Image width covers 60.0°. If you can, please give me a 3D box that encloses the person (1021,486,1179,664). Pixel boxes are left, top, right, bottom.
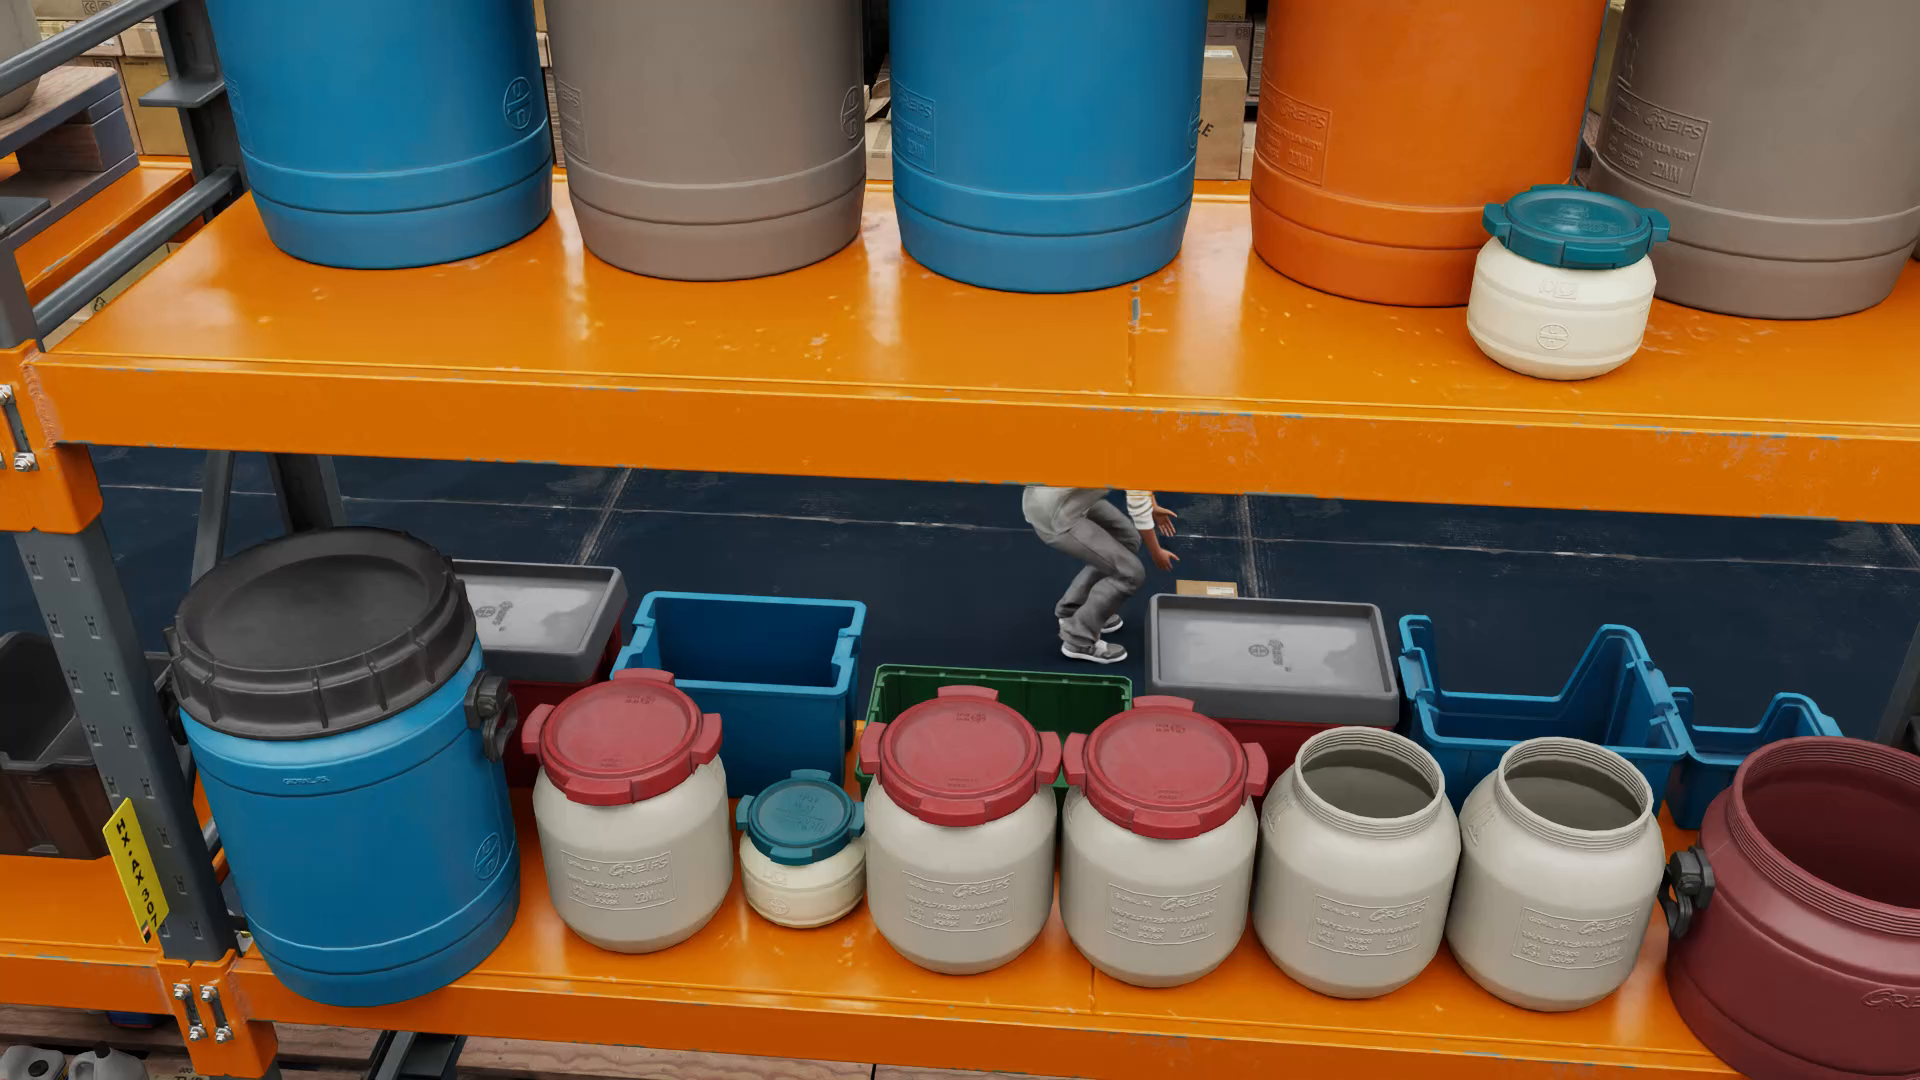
[{"bbox_3d":[0.590,-0.106,6.664,0.688,1.227,0.462,2,32,4],"label":"person"}]
